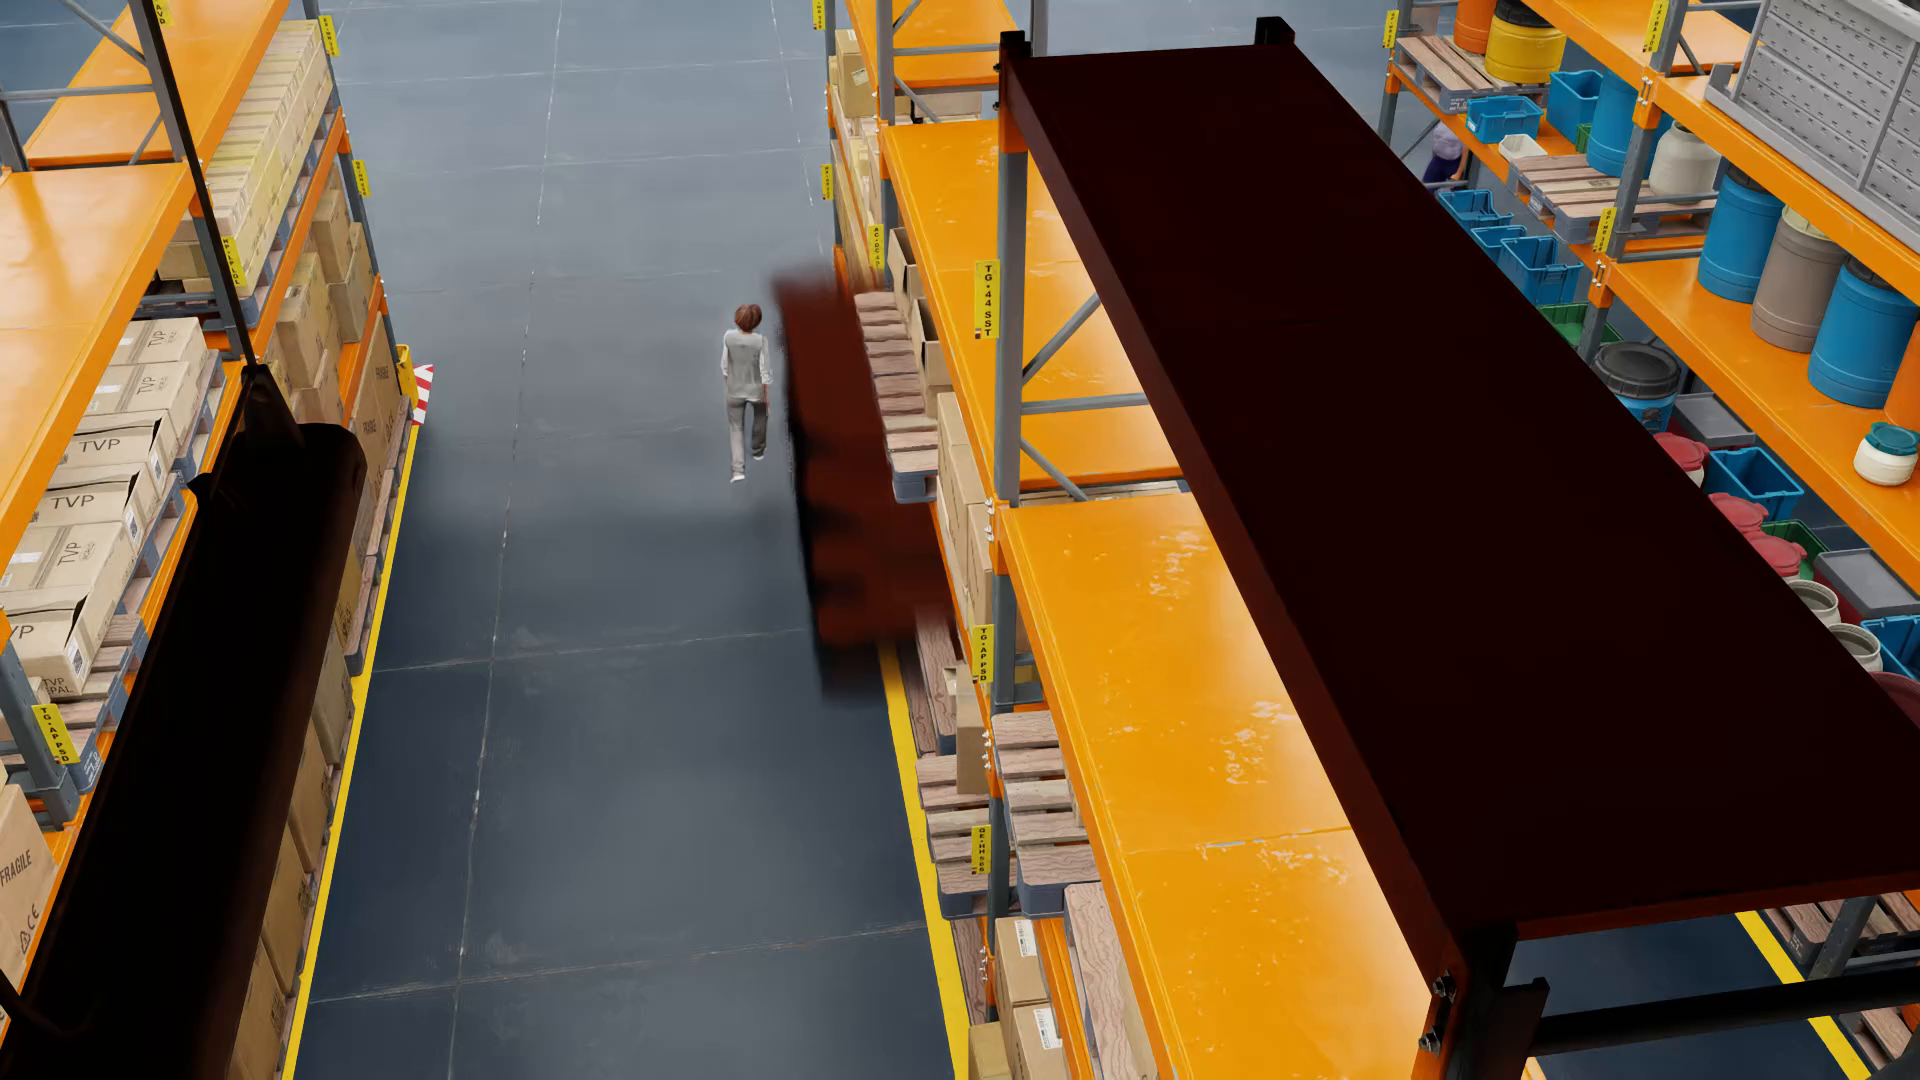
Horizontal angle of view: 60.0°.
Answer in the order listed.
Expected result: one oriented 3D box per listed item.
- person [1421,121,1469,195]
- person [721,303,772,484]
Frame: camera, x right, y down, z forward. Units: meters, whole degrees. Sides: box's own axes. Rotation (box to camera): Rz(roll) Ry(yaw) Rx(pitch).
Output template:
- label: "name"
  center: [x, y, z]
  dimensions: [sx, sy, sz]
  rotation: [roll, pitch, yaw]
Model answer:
- label: "person"
  center: [5.090, -3.938, 17.424]
  dimensions: [0.956, 1.591, 0.510]
  rotation: [-17, 40, -22]
- label: "person"
  center: [-1.685, -1.213, 13.292]
  dimensions: [0.420, 1.548, 0.787]
  rotation: [2, 36, 2]
